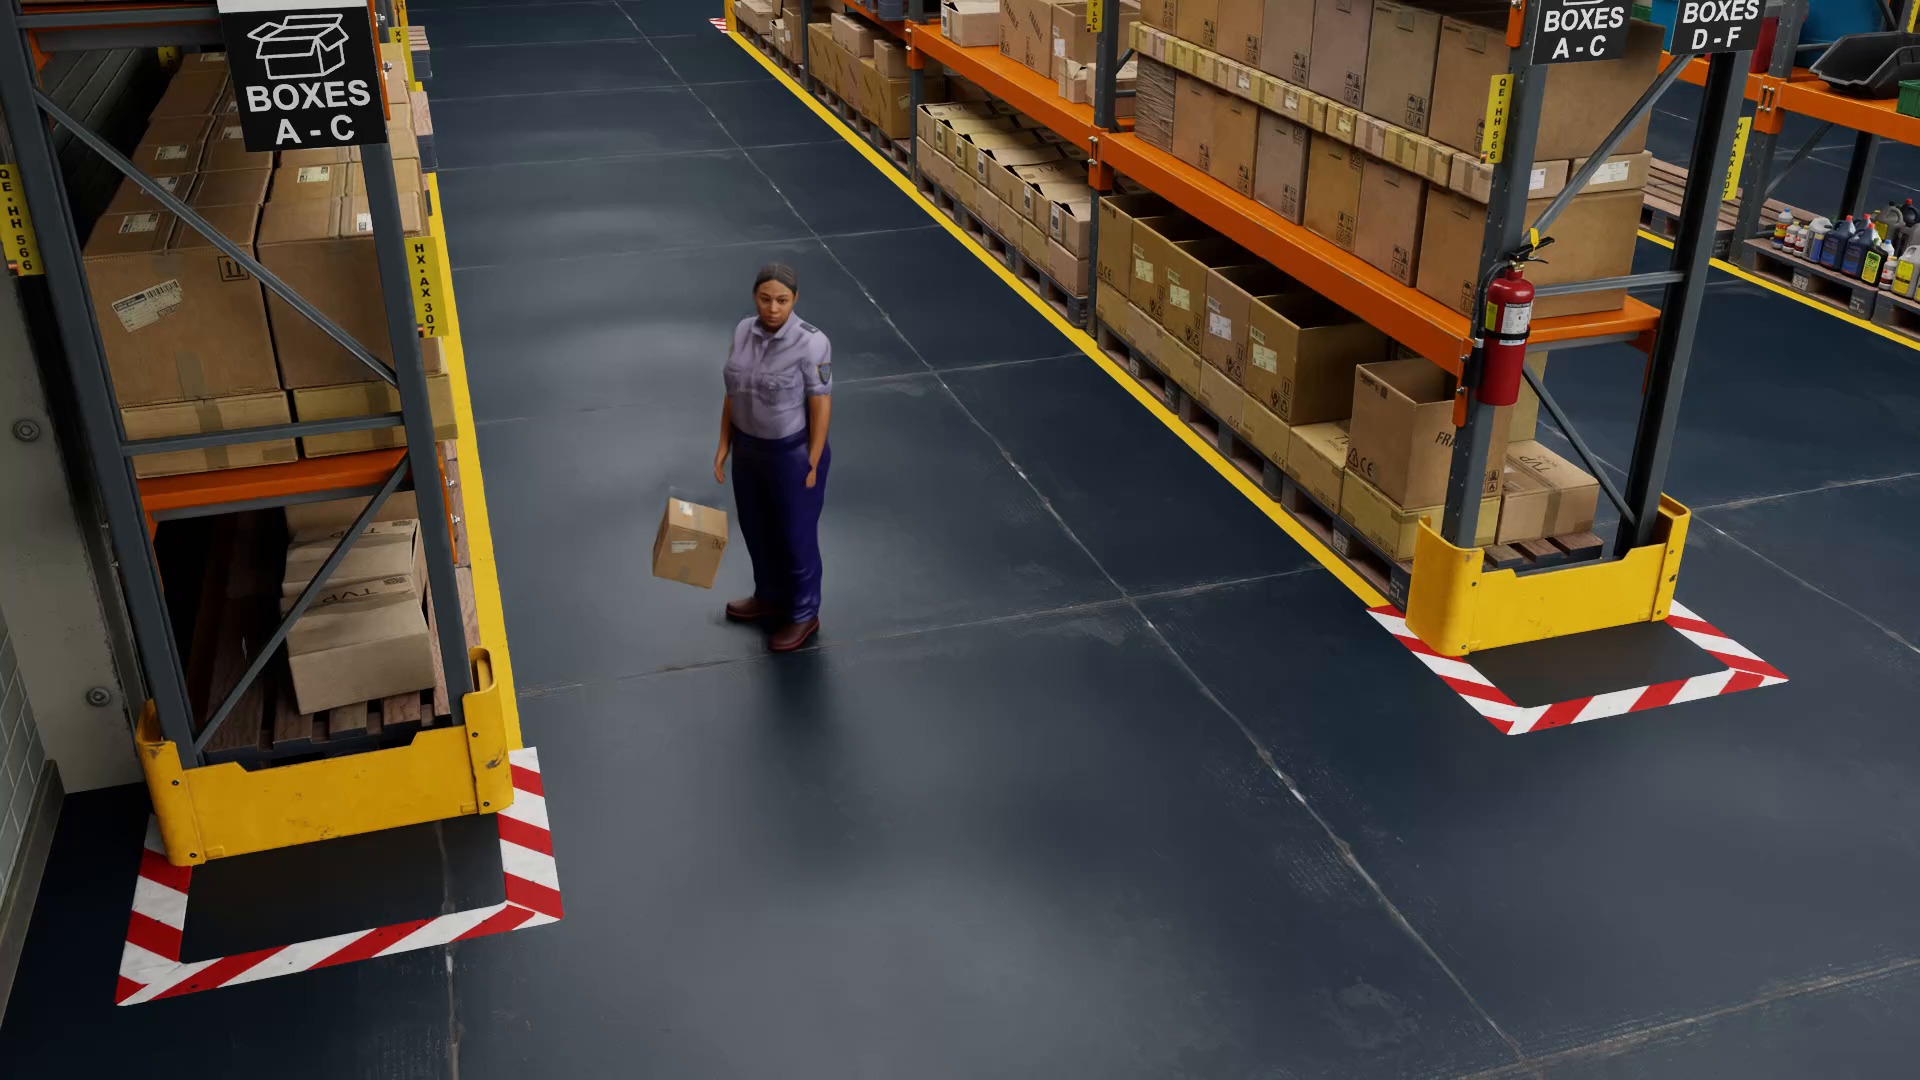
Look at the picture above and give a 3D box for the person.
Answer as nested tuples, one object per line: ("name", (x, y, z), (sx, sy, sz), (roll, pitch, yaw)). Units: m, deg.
("person", (-0.786, -0.342, 6.787), (0.613, 1.656, 0.369), (18, 32, 32))
